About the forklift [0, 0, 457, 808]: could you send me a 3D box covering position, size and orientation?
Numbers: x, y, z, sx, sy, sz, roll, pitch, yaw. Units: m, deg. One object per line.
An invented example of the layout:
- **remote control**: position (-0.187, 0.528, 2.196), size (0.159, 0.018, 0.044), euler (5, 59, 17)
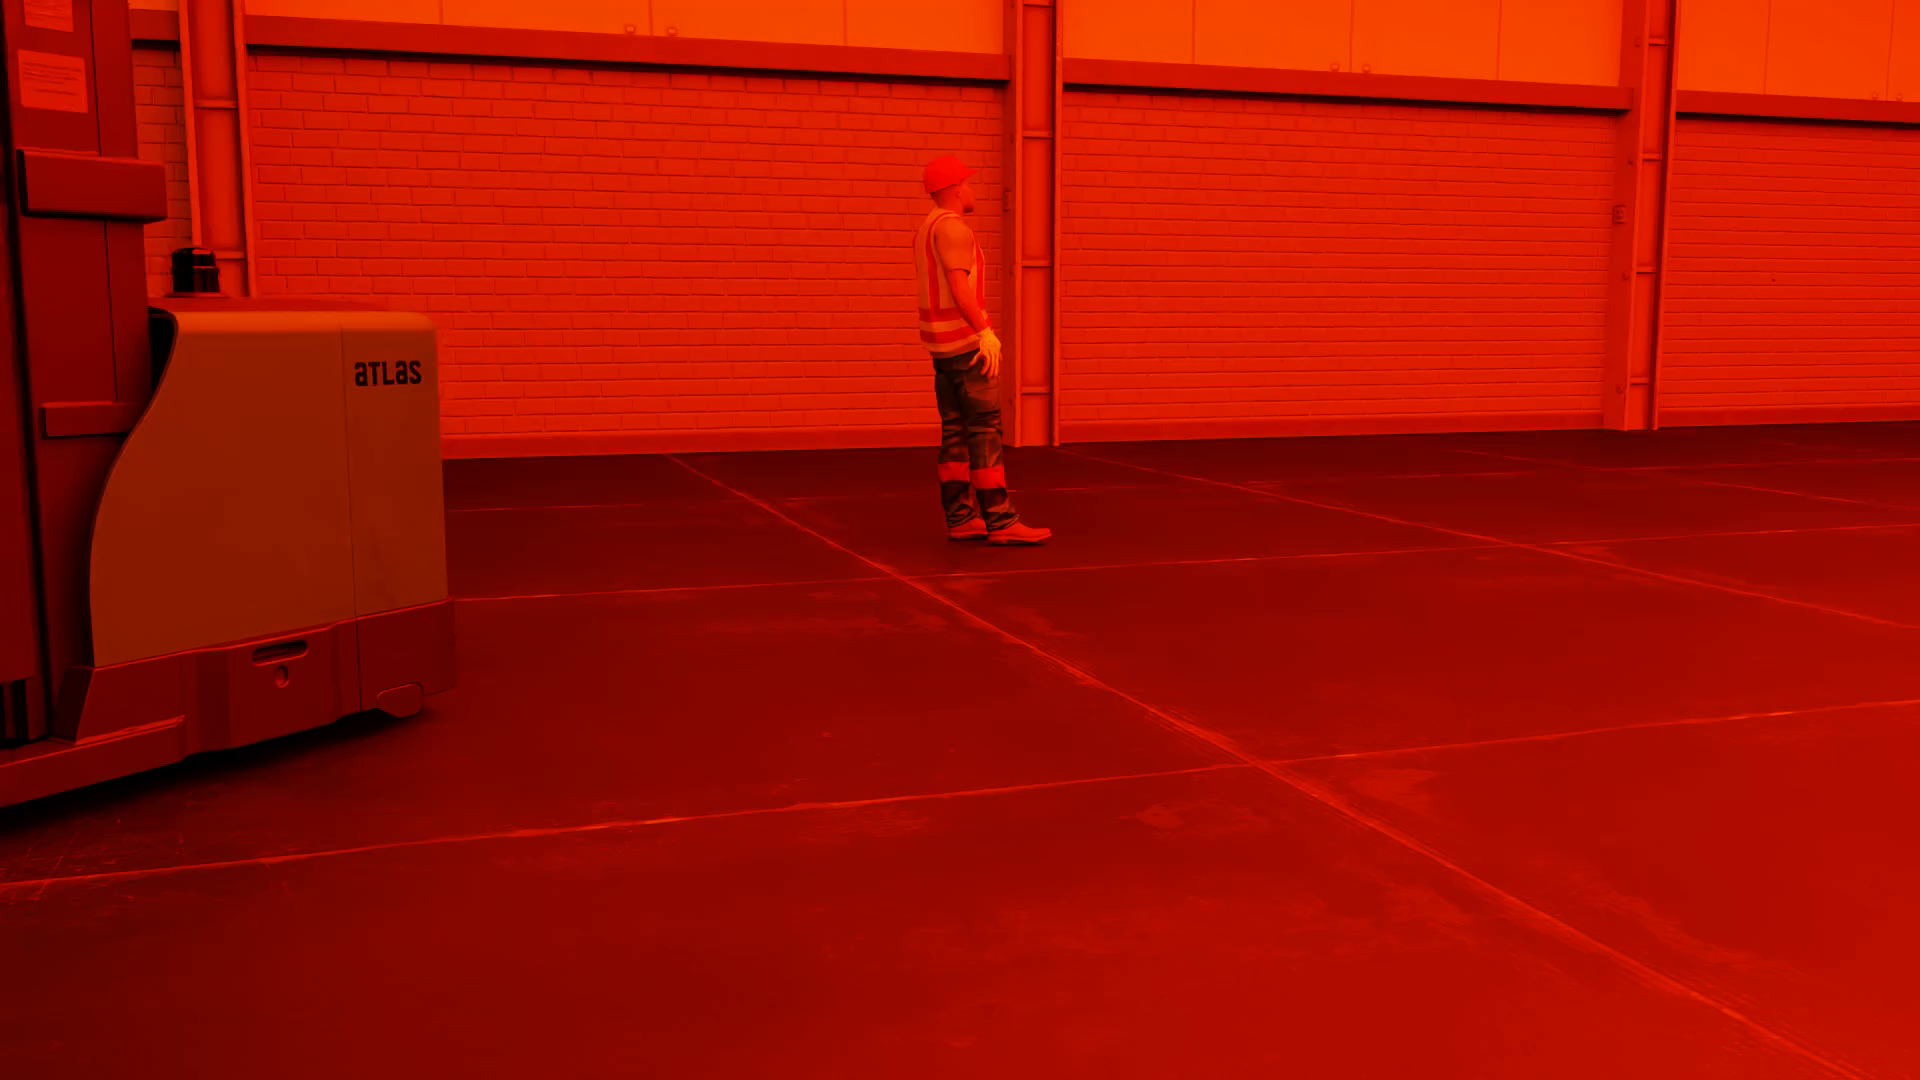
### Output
- **forklift**: position (-2.534, -0.850, 3.294), size (1.130, 2.935, 3.031), euler (4, 9, 30)

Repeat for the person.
- **person**: position (0.080, -0.896, 7.816), size (0.564, 1.787, 0.637), euler (-3, 8, -18)
